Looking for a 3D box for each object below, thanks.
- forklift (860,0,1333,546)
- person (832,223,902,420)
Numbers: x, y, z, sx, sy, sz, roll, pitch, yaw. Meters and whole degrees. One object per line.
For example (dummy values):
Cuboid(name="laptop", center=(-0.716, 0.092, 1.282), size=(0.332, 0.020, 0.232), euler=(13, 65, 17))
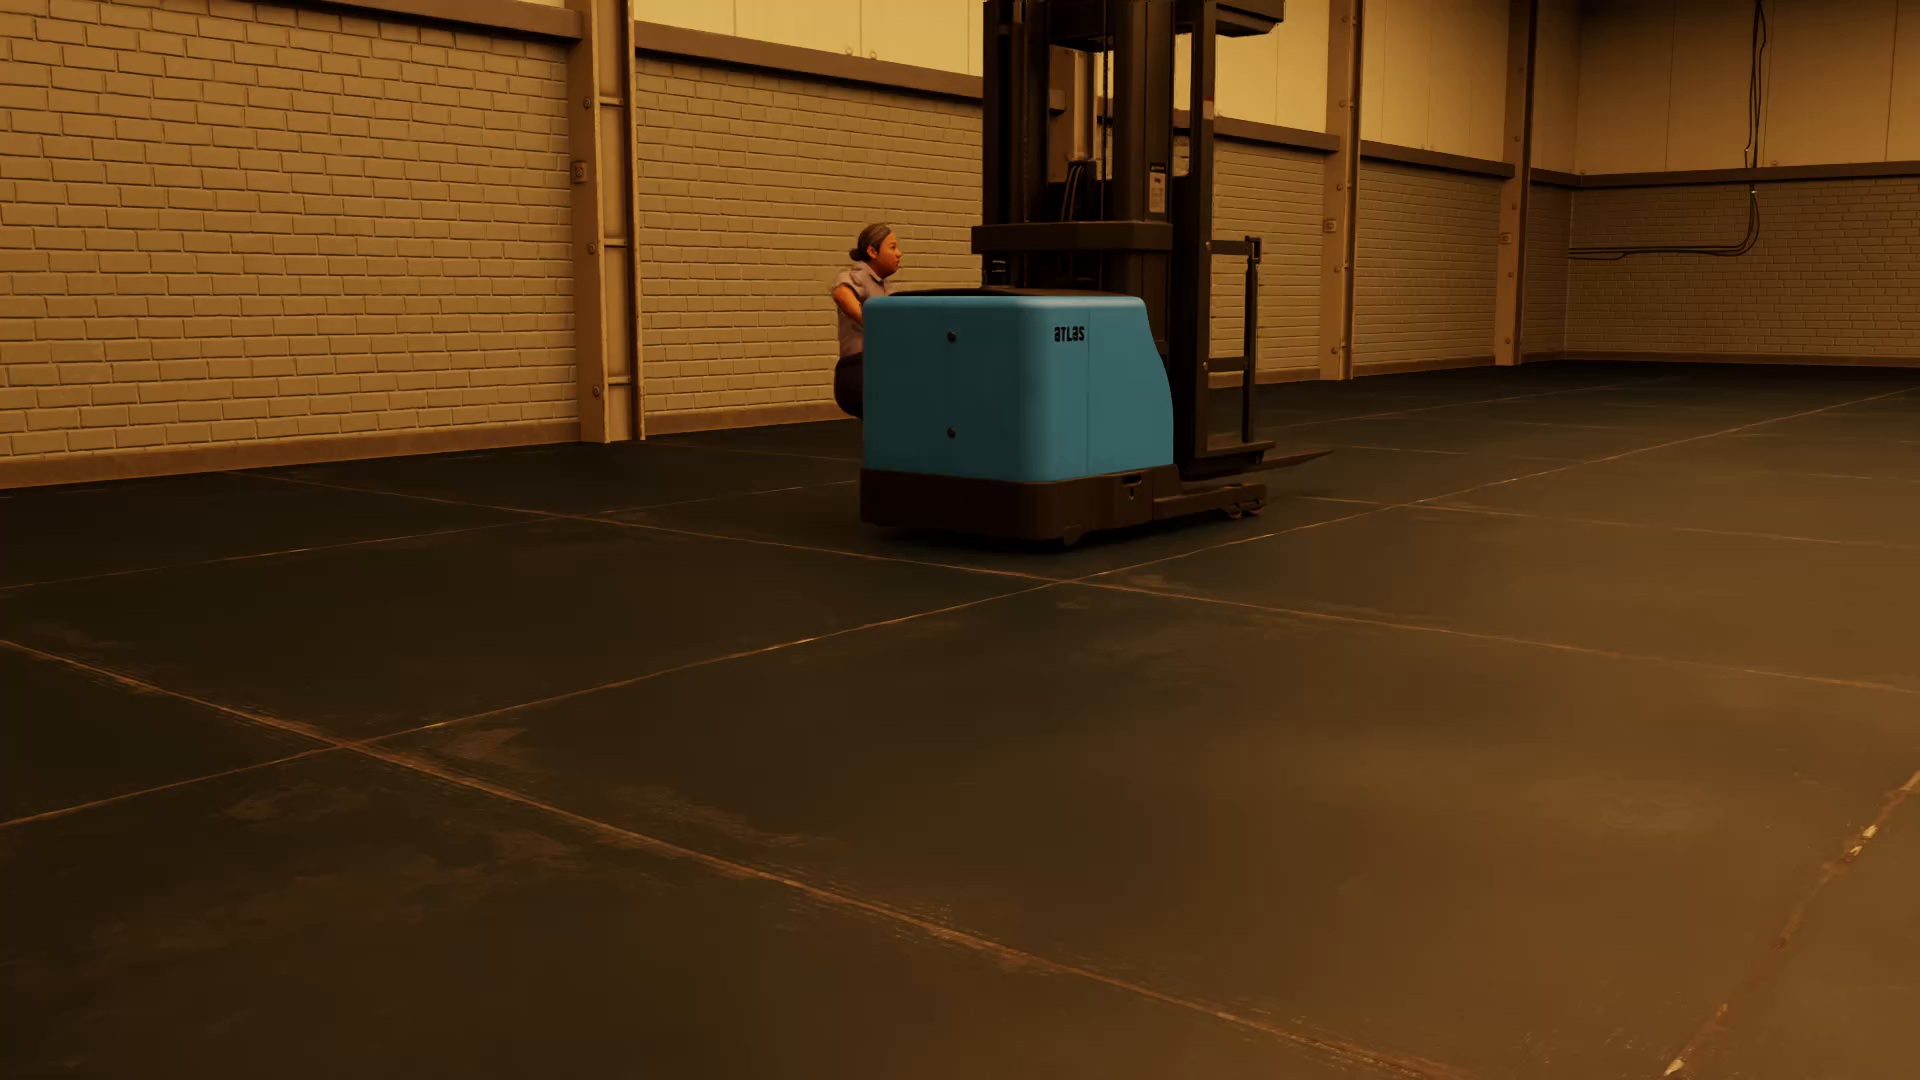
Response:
Cuboid(name="forklift", center=(0.868, -1.589, 8.140), size=(1.130, 2.935, 3.031), euler=(7, 11, 39))
Cuboid(name="person", center=(-0.199, -0.790, 7.890), size=(0.781, 1.404, 0.900), euler=(1, 8, 8))
